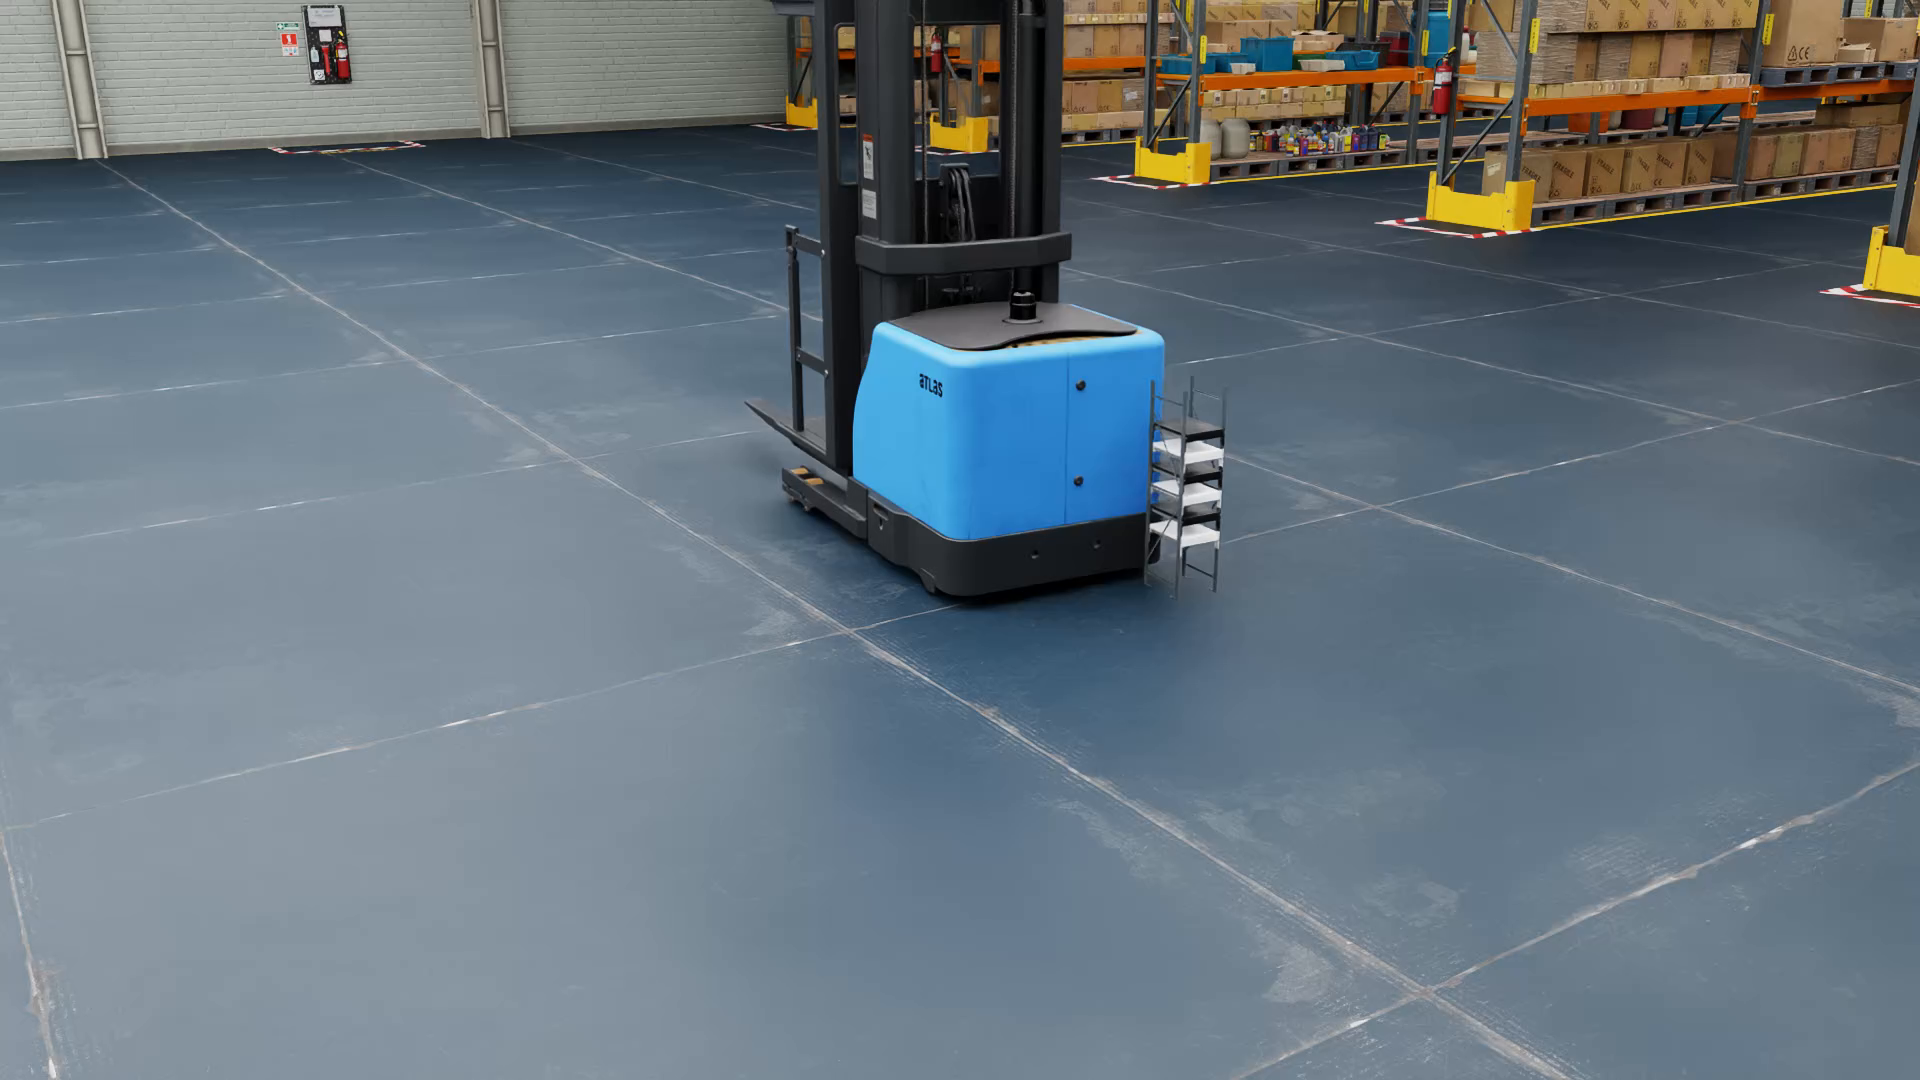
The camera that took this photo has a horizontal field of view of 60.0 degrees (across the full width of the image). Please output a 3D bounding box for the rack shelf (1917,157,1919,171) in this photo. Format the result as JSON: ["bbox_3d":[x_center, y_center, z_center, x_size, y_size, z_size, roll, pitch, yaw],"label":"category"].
[{"bbox_3d":[9.755,-3.443,14.368,4.000,0.370,1.077,-12,22,-31],"label":"rack shelf"}]

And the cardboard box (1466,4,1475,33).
[{"bbox_3d":[9.499,-9.763,31.127,0.700,0.500,0.500,14,23,35],"label":"cardboard box"}]

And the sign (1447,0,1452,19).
[{"bbox_3d":[5.152,-5.626,17.401,0.005,0.325,0.100,-12,22,-31],"label":"sign"}]

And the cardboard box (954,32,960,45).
[{"bbox_3d":[-0.041,-9.144,30.310,0.500,0.250,0.500,-12,22,-31],"label":"cardboard box"}]

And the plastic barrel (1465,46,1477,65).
[{"bbox_3d":[7.247,-6.932,23.781,0.301,0.262,0.301,0,19,0],"label":"plastic barrel"}]

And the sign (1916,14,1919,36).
[{"bbox_3d":[7.798,-4.240,13.424,0.005,0.325,0.100,-12,22,-31],"label":"sign"}]

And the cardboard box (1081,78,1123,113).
[{"bbox_3d":[2.230,-7.068,26.435,0.500,0.500,0.500,-12,22,-31],"label":"cardboard box"}]

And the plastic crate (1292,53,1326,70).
[{"bbox_3d":[4.769,-6.541,22.741,0.662,0.188,0.450,-12,22,-31],"label":"plastic crate"}]

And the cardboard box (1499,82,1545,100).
[{"bbox_3d":[5.810,-4.643,17.188,0.250,0.149,0.380,-12,22,-31],"label":"cardboard box"}]

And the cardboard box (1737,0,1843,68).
[{"bbox_3d":[9.522,-6.066,19.412,1.000,1.000,1.000,-12,22,-31],"label":"cardboard box"}]

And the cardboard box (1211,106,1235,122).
[{"bbox_3d":[4.237,-7.122,27.764,0.500,0.250,0.500,-11,22,-30],"label":"cardboard box"}]

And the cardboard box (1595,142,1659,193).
[{"bbox_3d":[7.476,-4.202,18.738,0.500,0.500,0.500,-14,23,-36],"label":"cardboard box"}]

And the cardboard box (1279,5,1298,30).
[{"bbox_3d":[6.623,-10.821,34.417,0.500,0.500,0.500,-12,22,-31],"label":"cardboard box"}]

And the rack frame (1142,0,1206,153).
[{"bbox_3d":[2.717,-6.101,21.107,0.127,3.000,1.000,-12,22,-31],"label":"rack frame"}]

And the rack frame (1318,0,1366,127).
[{"bbox_3d":[6.677,-8.835,29.196,0.127,3.000,1.000,-12,22,-31],"label":"rack frame"}]

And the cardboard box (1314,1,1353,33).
[{"bbox_3d":[7.752,-11.098,35.419,0.700,0.700,0.980,-12,22,-31],"label":"cardboard box"}]

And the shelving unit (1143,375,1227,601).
[{"bbox_3d":[0.943,-0.219,6.989,0.210,0.900,0.258,-10,21,-28],"label":"shelving unit"}]

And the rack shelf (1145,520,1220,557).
[{"bbox_3d":[0.943,-0.017,7.057,0.200,0.077,0.258,-10,21,-28],"label":"rack shelf"}]

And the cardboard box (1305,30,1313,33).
[{"bbox_3d":[7.164,-10.619,34.834,0.250,0.149,0.380,-12,22,-31],"label":"cardboard box"}]

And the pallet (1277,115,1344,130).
[{"bbox_3d":[5.968,-7.380,29.244,1.213,0.211,1.003,-12,22,-31],"label":"pallet"}]

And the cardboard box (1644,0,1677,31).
[{"bbox_3d":[7.303,-5.726,17.817,0.500,0.500,0.500,-12,22,-31],"label":"cardboard box"}]

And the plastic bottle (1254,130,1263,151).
[{"bbox_3d":[4.097,-5.489,22.850,0.133,0.283,0.061,-11,22,-30],"label":"plastic bottle"}]

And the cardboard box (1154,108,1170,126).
[{"bbox_3d":[3.069,-6.887,27.070,0.500,0.250,0.500,-12,22,-31],"label":"cardboard box"}]

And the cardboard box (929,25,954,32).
[{"bbox_3d":[-0.456,-9.408,29.920,0.500,0.500,0.500,-13,22,-33],"label":"cardboard box"}]

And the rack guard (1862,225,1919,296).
[{"bbox_3d":[8.064,-2.243,13.599,0.348,0.500,1.175,-12,22,-31],"label":"rack guard"}]

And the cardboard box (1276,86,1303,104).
[{"bbox_3d":[5.522,-7.658,28.475,0.500,0.311,0.500,-12,22,-32],"label":"cardboard box"}]

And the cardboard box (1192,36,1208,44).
[{"bbox_3d":[3.970,-8.271,27.737,0.258,0.266,0.396,-13,22,-33],"label":"cardboard box"}]

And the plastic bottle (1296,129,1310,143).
[{"bbox_3d":[4.745,-5.549,23.040,0.135,0.276,0.152,-12,22,-31],"label":"plastic bottle"}]

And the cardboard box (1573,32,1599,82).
[{"bbox_3d":[6.267,-5.174,17.745,0.500,0.500,0.875,-12,22,-31],"label":"cardboard box"}]

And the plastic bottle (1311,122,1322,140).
[{"bbox_3d":[4.998,-5.694,23.354,0.185,0.351,0.144,-13,23,-34],"label":"plastic bottle"}]

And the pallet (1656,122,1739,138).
[{"bbox_3d":[12.072,-6.769,27.436,1.213,0.211,1.003,-12,22,-31],"label":"pallet"}]

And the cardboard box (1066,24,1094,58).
[{"bbox_3d":[1.684,-7.826,26.053,0.500,0.500,0.700,-11,22,-30],"label":"cardboard box"}]

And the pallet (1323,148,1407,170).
[{"bbox_3d":[5.474,-5.377,23.320,1.213,0.211,1.003,-12,22,-31],"label":"pallet"}]

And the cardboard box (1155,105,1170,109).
[{"bbox_3d":[3.523,-7.178,27.930,0.500,0.250,0.500,-12,22,-32],"label":"cardboard box"}]

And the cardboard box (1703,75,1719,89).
[{"bbox_3d":[8.308,-5.175,18.762,0.250,0.149,0.380,-12,22,-31],"label":"cardboard box"}]

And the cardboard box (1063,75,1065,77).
[{"bbox_3d":[1.618,-8.718,32.064,0.500,0.500,0.700,-12,22,-32],"label":"cardboard box"}]

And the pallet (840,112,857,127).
[{"bbox_3d":[-1.970,-7.577,29.826,1.213,0.211,1.003,-12,22,-31],"label":"pallet"}]

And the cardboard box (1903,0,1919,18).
[{"bbox_3d":[12.742,-6.832,21.547,0.637,0.503,0.797,-11,22,-30],"label":"cardboard box"}]

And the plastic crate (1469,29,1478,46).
[{"bbox_3d":[7.880,-7.337,24.665,0.583,0.464,0.402,-12,22,-31],"label":"plastic crate"}]

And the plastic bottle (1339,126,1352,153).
[{"bbox_3d":[5.248,-5.478,22.713,0.185,0.351,0.144,-12,22,-32],"label":"plastic bottle"}]

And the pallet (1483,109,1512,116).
[{"bbox_3d":[10.592,-8.340,32.083,1.213,0.211,1.003,-12,22,-31],"label":"pallet"}]

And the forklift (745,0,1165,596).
[{"bbox_3d":[-0.236,-1.585,7.857,1.130,2.935,3.031,-9,21,-25],"label":"forklift"}]

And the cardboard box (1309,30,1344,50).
[{"bbox_3d":[6.349,-8.741,29.055,0.500,0.311,0.500,-10,21,-28],"label":"cardboard box"}]

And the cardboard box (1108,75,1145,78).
[{"bbox_3d":[2.777,-7.384,27.371,0.500,0.500,0.500,-12,22,-31],"label":"cardboard box"}]

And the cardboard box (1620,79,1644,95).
[{"bbox_3d":[7.116,-4.882,17.893,0.250,0.149,0.380,-12,22,-31],"label":"cardboard box"}]

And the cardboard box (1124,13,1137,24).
[{"bbox_3d":[2.583,-8.244,26.277,0.250,0.149,0.380,-12,22,-32],"label":"cardboard box"}]

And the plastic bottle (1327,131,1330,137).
[{"bbox_3d":[5.051,-5.446,22.726,0.133,0.283,0.061,-12,22,-31],"label":"plastic bottle"}]

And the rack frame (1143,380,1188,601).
[{"bbox_3d":[0.855,-0.203,6.941,0.006,0.900,0.240,-10,21,-28],"label":"rack frame"}]

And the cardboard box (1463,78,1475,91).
[{"bbox_3d":[9.346,-8.316,30.875,0.500,0.500,0.500,-12,22,-31],"label":"cardboard box"}]

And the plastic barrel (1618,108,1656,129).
[{"bbox_3d":[10.741,-6.856,26.450,0.708,0.588,0.600,-12,22,-31],"label":"plastic barrel"}]

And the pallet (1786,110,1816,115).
[{"bbox_3d":[15.370,-7.463,29.490,1.213,0.211,1.003,-12,22,-31],"label":"pallet"}]

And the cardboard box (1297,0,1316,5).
[{"bbox_3d":[7.041,-11.267,34.564,0.500,0.250,0.500,-11,22,-30],"label":"cardboard box"}]

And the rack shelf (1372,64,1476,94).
[{"bbox_3d":[7.728,-6.817,24.348,4.000,0.370,1.077,-12,22,-31],"label":"rack shelf"}]

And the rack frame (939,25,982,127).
[{"bbox_3d":[-0.004,-7.426,25.028,0.127,3.000,1.000,-12,22,-31],"label":"rack frame"}]

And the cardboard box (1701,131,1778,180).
[{"bbox_3d":[9.306,-4.607,19.905,0.500,0.500,0.700,-14,23,-36],"label":"cardboard box"}]

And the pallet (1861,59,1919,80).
[{"bbox_3d":[11.586,-5.940,20.931,1.003,0.211,1.213,-12,22,-31],"label":"pallet"}]

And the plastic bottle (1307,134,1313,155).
[{"bbox_3d":[4.689,-5.313,22.350,0.097,0.271,0.097,0,19,0],"label":"plastic bottle"}]
